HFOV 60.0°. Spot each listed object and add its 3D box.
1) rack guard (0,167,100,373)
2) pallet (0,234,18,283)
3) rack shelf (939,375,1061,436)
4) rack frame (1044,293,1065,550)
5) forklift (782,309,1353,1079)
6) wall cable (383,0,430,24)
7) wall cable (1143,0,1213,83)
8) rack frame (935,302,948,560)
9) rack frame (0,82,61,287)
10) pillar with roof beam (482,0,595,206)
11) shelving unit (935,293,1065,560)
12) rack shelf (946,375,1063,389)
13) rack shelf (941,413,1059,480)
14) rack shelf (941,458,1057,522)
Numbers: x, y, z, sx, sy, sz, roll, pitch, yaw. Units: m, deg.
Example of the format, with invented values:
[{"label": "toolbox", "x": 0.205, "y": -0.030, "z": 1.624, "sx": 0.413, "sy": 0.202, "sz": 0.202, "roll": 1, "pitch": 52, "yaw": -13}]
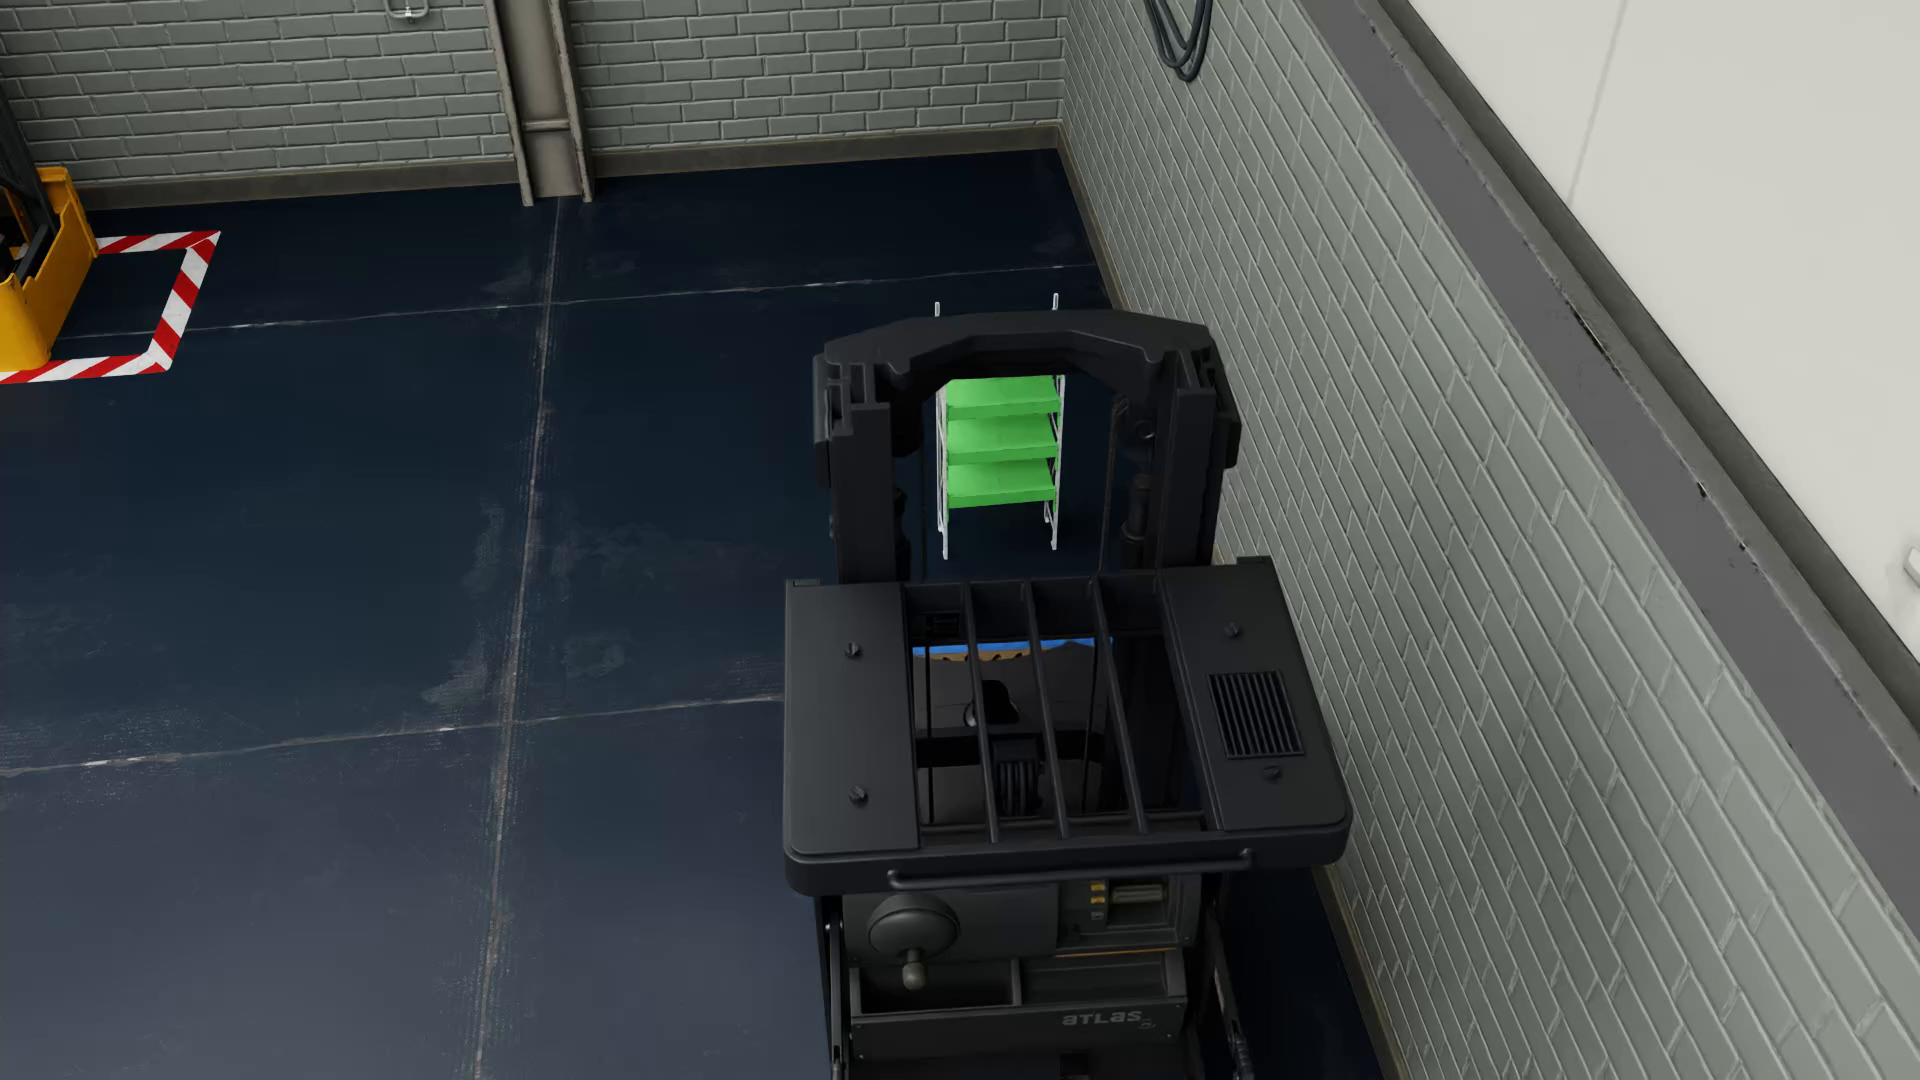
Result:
[{"label": "rack guard", "x": -4.884, "y": -1.426, "z": 8.672, "sx": 0.348, "sy": 0.500, "sz": 1.175, "roll": -5, "pitch": 42, "yaw": -6}, {"label": "pallet", "x": -5.690, "y": -1.195, "z": 8.632, "sx": 1.213, "sy": 0.211, "sz": 1.003, "roll": -5, "pitch": 42, "yaw": -6}, {"label": "rack shelf", "x": 0.164, "y": -0.591, "z": 6.961, "sx": 0.480, "sy": 0.148, "sz": 0.258, "roll": -5, "pitch": 42, "yaw": -6}, {"label": "rack frame", "x": 0.406, "y": -0.481, "z": 7.103, "sx": 0.015, "sy": 1.200, "sz": 0.240, "roll": -5, "pitch": 42, "yaw": -6}, {"label": "forklift", "x": 0.179, "y": 1.027, "z": 4.138, "sx": 1.130, "sy": 2.935, "sz": 3.031, "roll": -3, "pitch": 42, "yaw": -3}, {"label": "wall cable", "x": -3.760, "y": -3.468, "z": 8.312, "sx": 1.851, "sy": 1.984, "sz": 0.084, "roll": -5, "pitch": 42, "yaw": -6}, {"label": "wall cable", "x": 0.747, "y": -3.680, "z": 7.145, "sx": 0.112, "sy": 2.526, "sz": 3.097, "roll": -5, "pitch": 42, "yaw": -6}, {"label": "rack frame", "x": -0.078, "y": -0.439, "z": 7.056, "sx": 0.015, "sy": 1.200, "sz": 0.240, "roll": -5, "pitch": 42, "yaw": -6}, {"label": "rack frame", "x": -4.907, "y": -2.352, "z": 7.833, "sx": 0.127, "sy": 3.000, "sz": 1.000, "roll": -5, "pitch": 42, "yaw": -6}, {"label": "pillar with roof beam", "x": -1.784, "y": -2.529, "z": 3.551, "sx": 0.400, "sy": 9.000, "sz": 9.100, "roll": -5, "pitch": 42, "yaw": -6}, {"label": "shelving unit", "x": 0.164, "y": -0.460, "z": 7.079, "sx": 0.503, "sy": 1.200, "sz": 0.258, "roll": -5, "pitch": 42, "yaw": -6}, {"label": "rack shelf", "x": 0.164, "y": -0.769, "z": 6.800, "sx": 0.480, "sy": 0.148, "sz": 0.258, "roll": -5, "pitch": 42, "yaw": -6}, {"label": "rack shelf", "x": 0.164, "y": -0.412, "z": 7.122, "sx": 0.480, "sy": 0.148, "sz": 0.258, "roll": -5, "pitch": 42, "yaw": -6}, {"label": "rack shelf", "x": 0.164, "y": -0.234, "z": 7.283, "sx": 0.480, "sy": 0.148, "sz": 0.258, "roll": -5, "pitch": 42, "yaw": -6}]
